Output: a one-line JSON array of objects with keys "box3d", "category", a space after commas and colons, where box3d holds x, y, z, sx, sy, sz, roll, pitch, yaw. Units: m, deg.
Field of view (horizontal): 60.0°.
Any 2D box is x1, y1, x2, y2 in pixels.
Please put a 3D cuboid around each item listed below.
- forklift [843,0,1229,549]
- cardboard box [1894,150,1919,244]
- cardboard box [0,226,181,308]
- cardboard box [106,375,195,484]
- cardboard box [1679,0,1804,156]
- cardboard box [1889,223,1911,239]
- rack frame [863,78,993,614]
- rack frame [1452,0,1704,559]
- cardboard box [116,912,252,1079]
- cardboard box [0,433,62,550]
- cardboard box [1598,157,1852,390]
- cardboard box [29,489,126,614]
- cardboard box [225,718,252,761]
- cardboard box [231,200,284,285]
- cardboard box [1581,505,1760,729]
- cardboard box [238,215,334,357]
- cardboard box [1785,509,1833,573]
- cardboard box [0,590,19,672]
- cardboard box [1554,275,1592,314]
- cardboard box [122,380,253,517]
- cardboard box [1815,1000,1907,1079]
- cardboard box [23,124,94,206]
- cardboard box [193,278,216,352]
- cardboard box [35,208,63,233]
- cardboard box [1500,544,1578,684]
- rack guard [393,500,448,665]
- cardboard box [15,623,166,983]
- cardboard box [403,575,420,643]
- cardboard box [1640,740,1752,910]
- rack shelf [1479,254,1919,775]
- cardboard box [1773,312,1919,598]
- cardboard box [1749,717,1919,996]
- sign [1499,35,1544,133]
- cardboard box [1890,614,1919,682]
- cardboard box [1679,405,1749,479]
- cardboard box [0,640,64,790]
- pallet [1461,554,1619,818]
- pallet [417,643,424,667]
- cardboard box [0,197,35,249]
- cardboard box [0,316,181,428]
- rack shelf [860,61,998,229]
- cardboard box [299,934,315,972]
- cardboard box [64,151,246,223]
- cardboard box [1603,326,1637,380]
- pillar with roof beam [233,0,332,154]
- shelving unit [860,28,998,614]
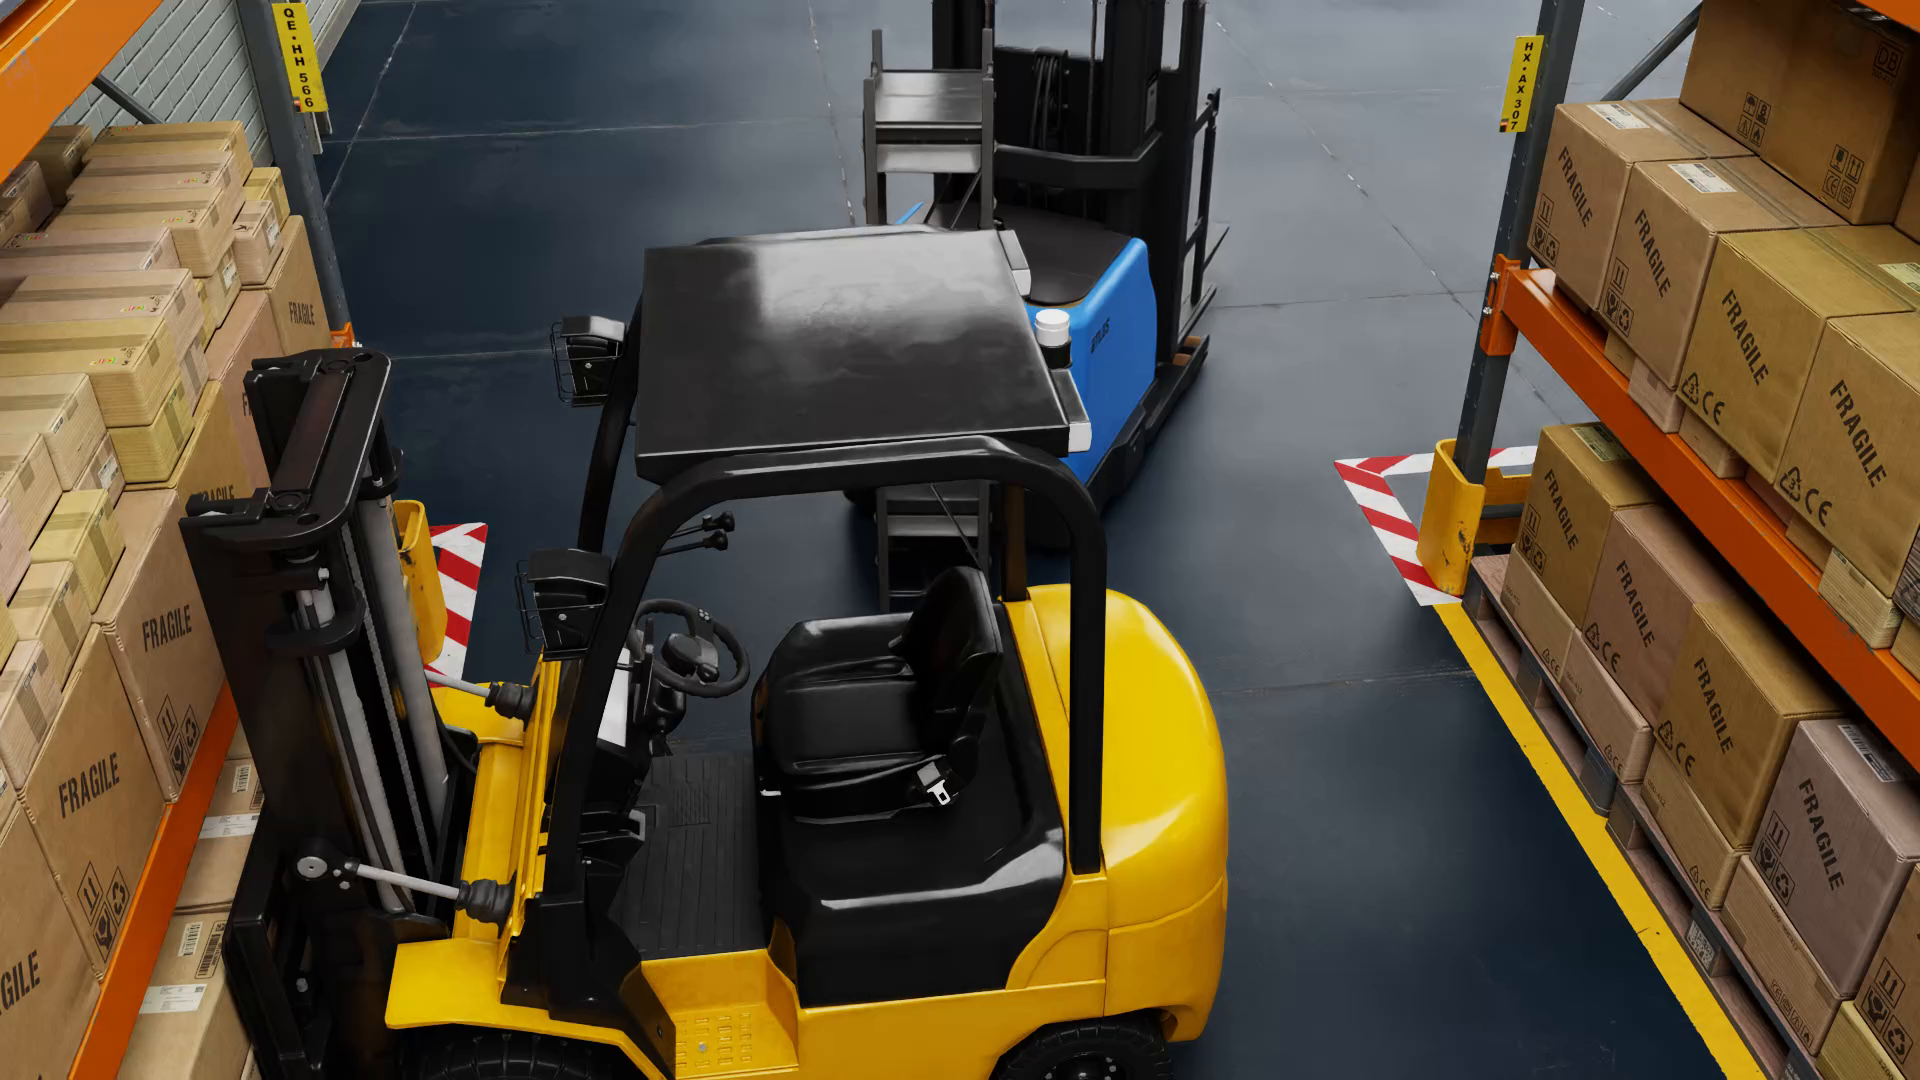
[{"box3d": [0.542, -1.999, 7.081, 1.130, 2.935, 3.031, 13, 36, 18], "category": "forklift"}, {"box3d": [2.928, -0.951, 4.241, 0.700, 0.500, 0.500, -5, 35, -7], "category": "cardboard box"}, {"box3d": [-2.164, -0.648, 4.109, 0.380, 0.149, 0.250, -4, 34, -6], "category": "cardboard box"}, {"box3d": [-1.985, -0.247, 3.784, 0.380, 0.149, 0.250, -4, 34, -6], "category": "cardboard box"}, {"box3d": [2.697, -1.511, 5.062, 0.700, 0.500, 0.500, -5, 35, -8], "category": "cardboard box"}, {"box3d": [2.821, -0.804, 4.914, 0.500, 0.500, 0.500, -4, 35, -6], "category": "cardboard box"}, {"box3d": [-0.097, -0.547, 5.687, 0.400, 2.100, 0.015, 0, 34, 0], "category": "rack frame"}, {"box3d": [2.412, -1.202, 5.850, 1.000, 3.000, 0.127, -4, 35, -6], "category": "rack frame"}, {"box3d": [-1.860, 1.101, 3.651, 0.500, 0.250, 0.500, -3, 34, -5], "category": "cardboard box"}, {"box3d": [-2.020, -0.075, 3.267, 0.380, 0.149, 0.250, -4, 35, -6], "category": "cardboard box"}, {"box3d": [2.273, -0.792, 4.895, 0.500, 0.500, 0.500, -3, 34, -5], "category": "cardboard box"}, {"box3d": [-1.939, 0.037, 3.368, 0.380, 0.149, 0.250, -5, 35, -7], "category": "cardboard box"}, {"box3d": [-1.983, 0.524, 4.498, 0.500, 0.250, 0.500, -4, 34, -6], "category": "cardboard box"}, {"box3d": [-2.118, -0.820, 4.626, 0.380, 0.149, 0.250, -4, 34, -6], "category": "cardboard box"}, {"box3d": [2.325, 0.227, 5.156, 0.500, 0.500, 0.500, -6, 35, -8], "category": "cardboard box"}, {"box3d": [-2.180, -0.610, 4.893, 0.500, 0.500, 0.500, -5, 35, -7], "category": "cardboard box"}, {"box3d": [2.414, -0.019, 4.338, 0.380, 0.149, 0.250, -5, 35, -8], "category": "cardboard box"}, {"box3d": [-1.880, 0.201, 2.863, 0.380, 0.149, 0.250, -5, 35, -7], "category": "cardboard box"}, {"box3d": [2.252, -0.893, 5.619, 0.380, 0.149, 0.250, -4, 35, -6], "category": "cardboard box"}, {"box3d": [-2.050, -0.034, 4.048, 0.500, 0.500, 0.500, -5, 35, -7], "category": "cardboard box"}, {"box3d": [2.522, 1.387, 4.120, 0.500, 0.250, 0.500, -5, 35, -8], "category": "cardboard box"}, {"box3d": [-2.673, -1.052, 4.702, 0.380, 0.149, 0.250, -5, 35, -7], "category": "cardboard box"}, {"box3d": [-2.122, -0.532, 4.202, 0.380, 0.149, 0.250, -5, 35, -7], "category": "cardboard box"}, {"box3d": [-2.621, -0.791, 4.583, 0.380, 0.149, 0.250, -4, 35, -6], "category": "cardboard box"}, {"box3d": [2.246, 0.232, 5.815, 0.500, 0.250, 0.500, -5, 35, -7], "category": "cardboard box"}, {"box3d": [-2.510, 0.196, 6.019, 1.175, 0.500, 0.348, -4, 35, -6], "category": "rack guard"}, {"box3d": [-1.925, 0.528, 3.223, 0.500, 0.500, 0.500, -5, 35, -7], "category": "cardboard box"}, {"box3d": [-2.130, 0.377, 5.602, 0.500, 0.250, 0.500, -4, 34, -6], "category": "cardboard box"}, {"box3d": [2.393, 0.821, 4.950, 0.500, 0.250, 0.500, -2, 34, -3], "category": "cardboard box"}, {"box3d": [2.681, 0.212, 4.415, 1.077, 0.370, 4.000, -4, 35, -6], "category": "rack shelf"}, {"box3d": [2.420, -0.224, 4.063, 0.500, 0.500, 0.500, -5, 35, -7], "category": "cardboard box"}, {"box3d": [2.464, 0.805, 4.308, 0.500, 0.500, 0.500, -3, 34, -4], "category": "cardboard box"}, {"box3d": [1.874, -1.518, 5.546, 0.100, 0.325, 0.005, -4, 35, -6], "category": "sign"}, {"box3d": [2.460, 0.266, 3.919, 0.380, 0.149, 0.250, -5, 35, -7], "category": "cardboard box"}, {"box3d": [2.312, -0.312, 4.767, 0.380, 0.149, 0.250, -3, 34, -5], "category": "cardboard box"}, {"box3d": [-1.843, 0.324, 2.946, 0.380, 0.149, 0.250, -5, 35, -7], "category": "cardboard box"}, {"box3d": [2.496, 0.449, 5.904, 1.003, 0.211, 1.213, -4, 35, -6], "category": "pallet"}, {"box3d": [-2.362, 0.752, 5.459, 1.003, 0.211, 1.213, -4, 35, -6], "category": "pallet"}, {"box3d": [-2.622, -0.758, 4.269, 0.380, 0.149, 0.250, -4, 34, -5], "category": "cardboard box"}, {"box3d": [-1.978, -0.367, 3.697, 0.380, 0.149, 0.250, -4, 34, -5], "category": "cardboard box"}, {"box3d": [-0.095, -1.251, 5.503, 0.431, 0.518, 0.480, 0, 34, 0], "category": "rack shelf"}, {"box3d": [-1.920, 1.027, 4.204, 0.500, 0.250, 0.500, -4, 35, -7], "category": "cardboard box"}, {"box3d": [-2.185, -0.937, 4.532, 0.380, 0.149, 0.250, -4, 35, -6], "category": "cardboard box"}, {"box3d": [2.256, -0.599, 5.188, 0.380, 0.149, 0.250, -5, 35, -8], "category": "cardboard box"}, {"box3d": [0.153, -6.520, 8.327, 9.100, 9.000, 0.400, -4, 35, -6], "category": "pillar with roof beam"}, {"box3d": [-0.095, -0.684, 5.889, 0.431, 2.100, 0.503, 0, 34, 0], "category": "shelving unit"}]
